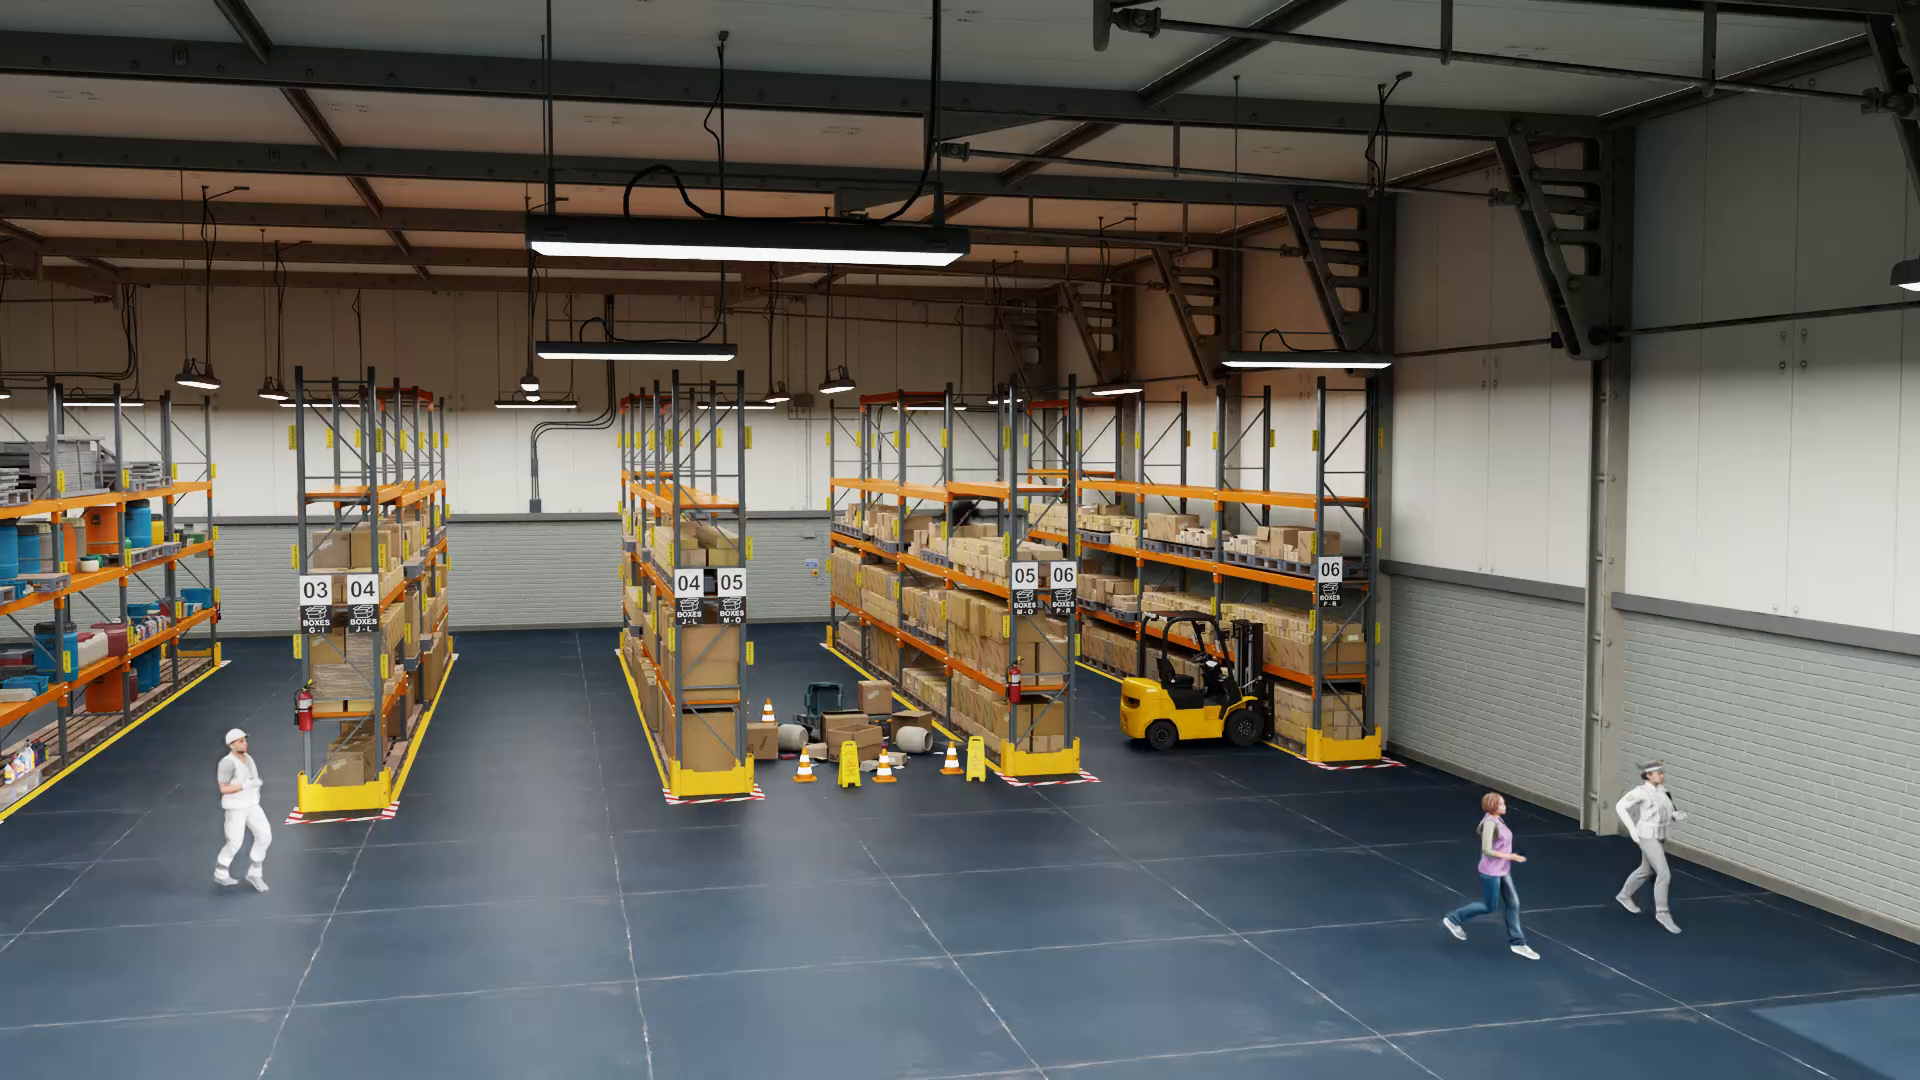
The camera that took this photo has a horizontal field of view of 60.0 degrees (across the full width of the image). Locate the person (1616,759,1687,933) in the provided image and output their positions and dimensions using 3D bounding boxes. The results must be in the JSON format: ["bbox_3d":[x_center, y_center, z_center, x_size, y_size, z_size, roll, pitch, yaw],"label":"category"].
[{"bbox_3d":[7.150,3.122,17.216,0.589,1.747,0.769,-3,4,-39],"label":"person"}]

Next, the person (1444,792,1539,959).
[{"bbox_3d":[5.187,3.240,16.194,0.900,1.589,0.554,2,4,32],"label":"person"}]

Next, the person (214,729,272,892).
[{"bbox_3d":[-7.958,3.008,18.444,0.720,1.839,0.631,1,4,18],"label":"person"}]
